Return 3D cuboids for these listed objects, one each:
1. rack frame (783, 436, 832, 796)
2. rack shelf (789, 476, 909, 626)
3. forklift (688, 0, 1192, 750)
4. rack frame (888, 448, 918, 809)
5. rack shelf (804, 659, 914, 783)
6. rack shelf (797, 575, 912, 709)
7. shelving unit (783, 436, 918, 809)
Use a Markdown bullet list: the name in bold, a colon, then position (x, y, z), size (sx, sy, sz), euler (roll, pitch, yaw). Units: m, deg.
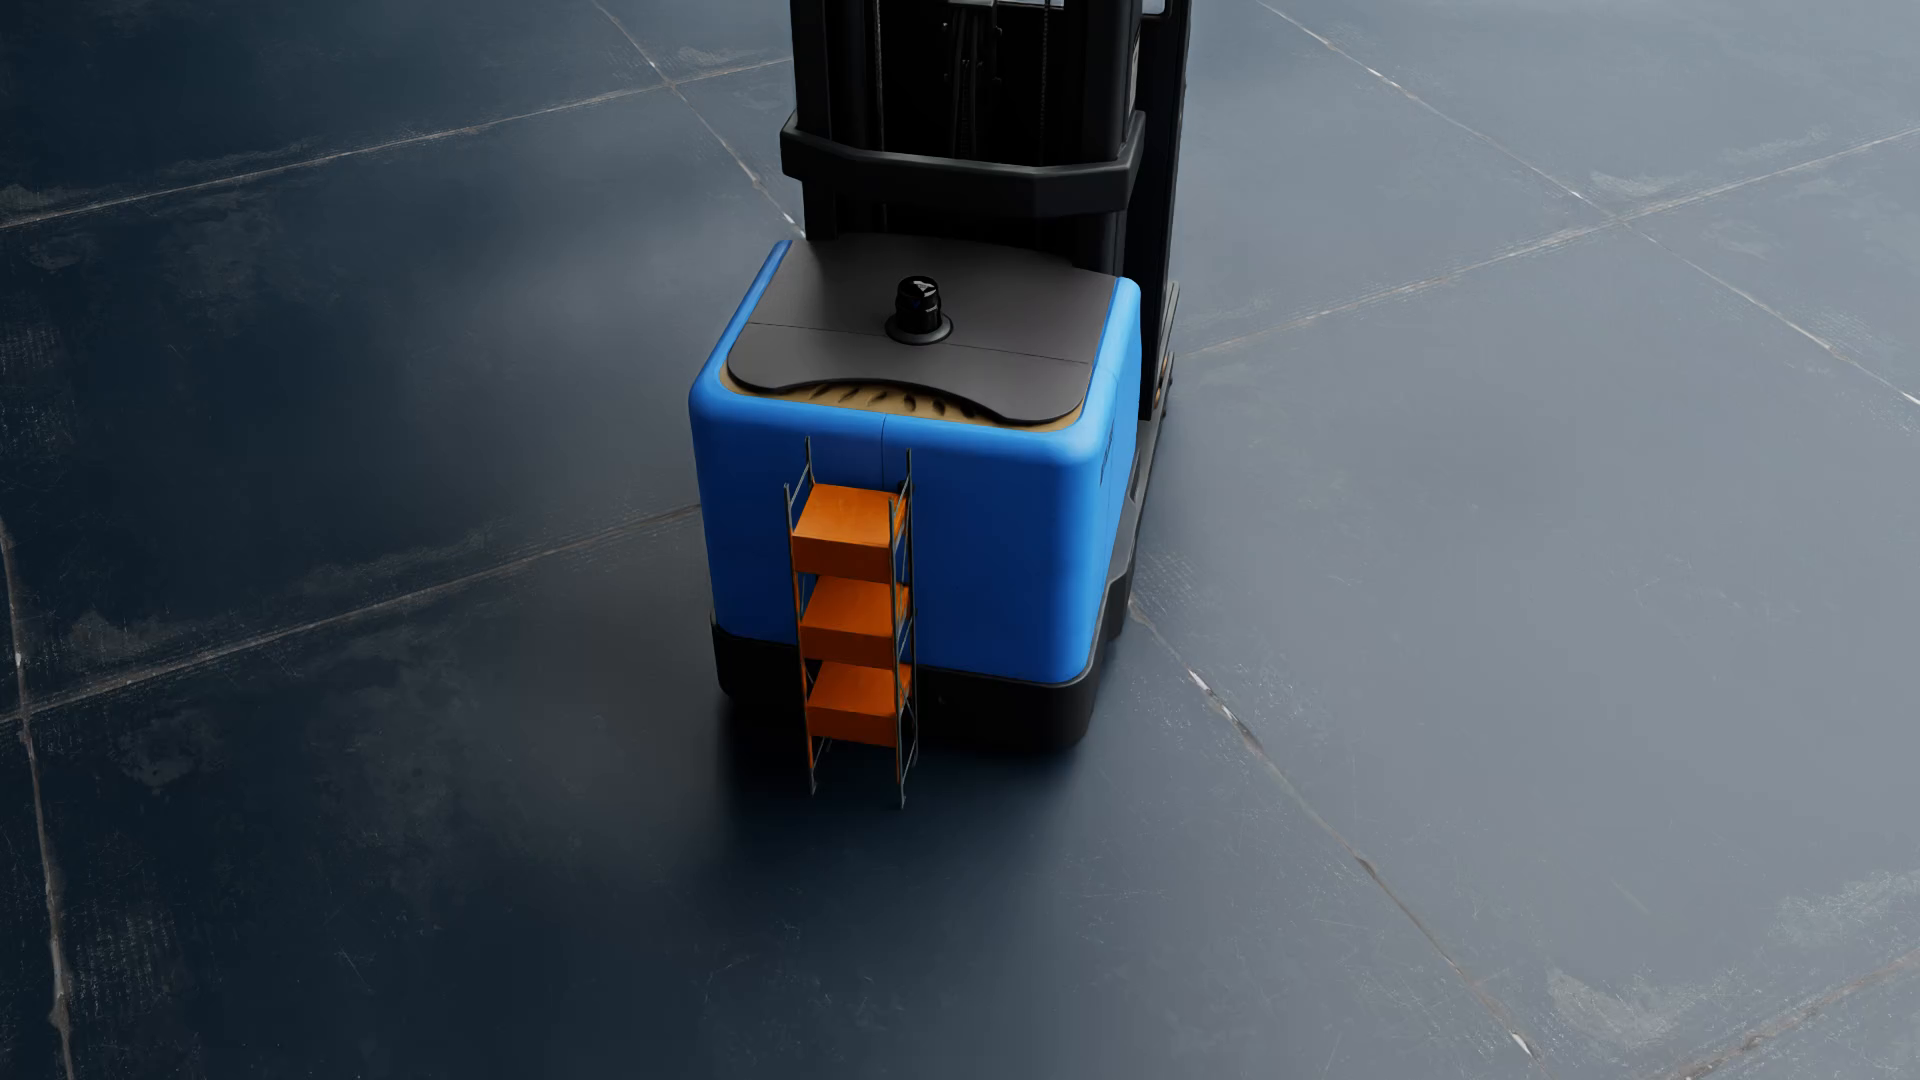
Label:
- **rack frame**: position (-0.377, 0.219, 4.179), size (0.008, 1.050, 0.200), euler (7, 41, 9)
- **rack shelf**: position (-0.257, 0.026, 3.984), size (0.240, 0.259, 0.215), euler (7, 41, 9)
- **forklift**: position (0.132, -1.513, 4.769), size (1.130, 2.935, 3.031), euler (8, 41, 9)
- **rack frame**: position (-0.138, 0.250, 4.142), size (0.008, 1.050, 0.200), euler (7, 41, 9)
- **rack shelf**: position (-0.257, 0.454, 4.347), size (0.240, 0.259, 0.215), euler (7, 41, 9)
- **rack shelf**: position (-0.257, 0.242, 4.167), size (0.240, 0.259, 0.215), euler (7, 41, 9)
- **shelving unit**: position (-0.257, 0.234, 4.161), size (0.252, 1.050, 0.215), euler (7, 41, 9)
